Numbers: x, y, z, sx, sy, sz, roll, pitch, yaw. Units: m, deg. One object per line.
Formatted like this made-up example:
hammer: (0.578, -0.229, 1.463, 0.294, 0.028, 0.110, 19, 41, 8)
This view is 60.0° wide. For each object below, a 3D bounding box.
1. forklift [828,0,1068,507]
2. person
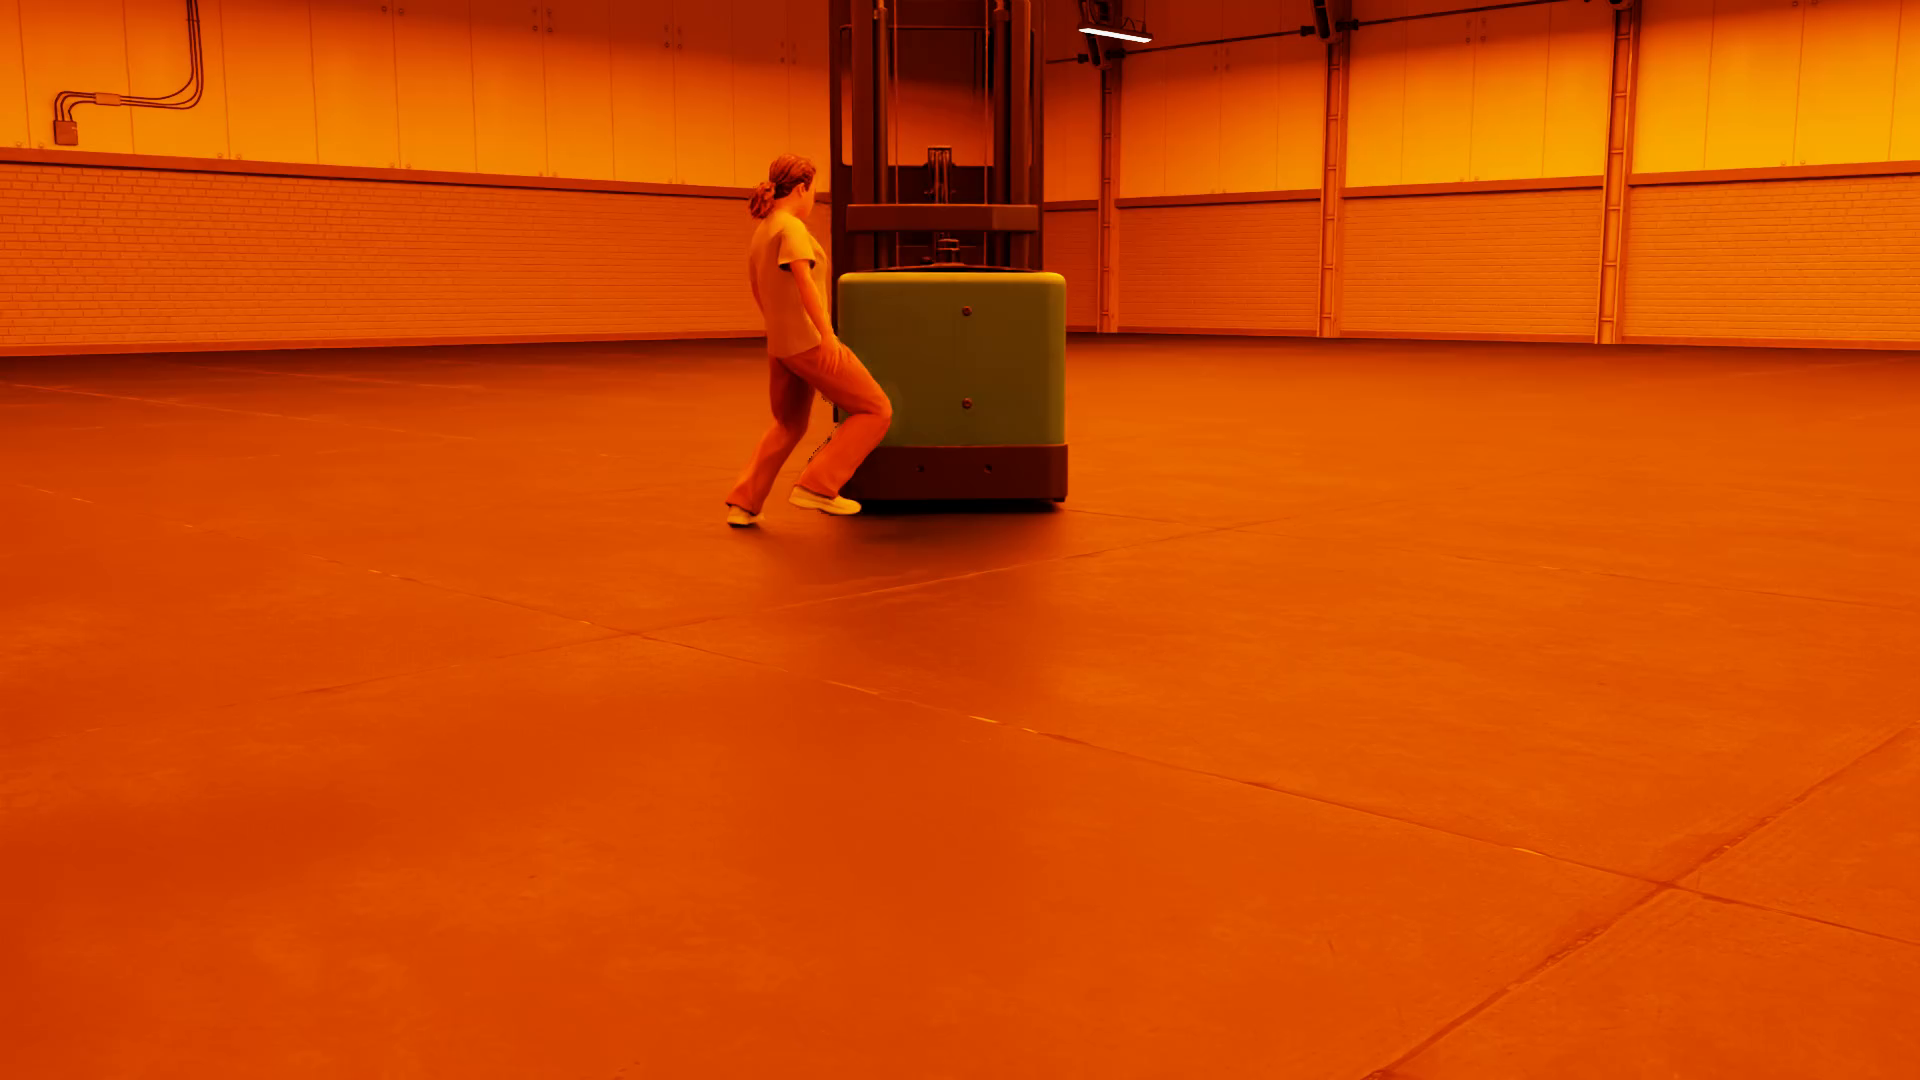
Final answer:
forklift: (-0.136, -1.784, 8.721, 1.130, 2.935, 3.031, -1, 9, -4)
person: (-0.655, -0.814, 6.946, 0.587, 1.573, 0.847, -4, 9, -25)
